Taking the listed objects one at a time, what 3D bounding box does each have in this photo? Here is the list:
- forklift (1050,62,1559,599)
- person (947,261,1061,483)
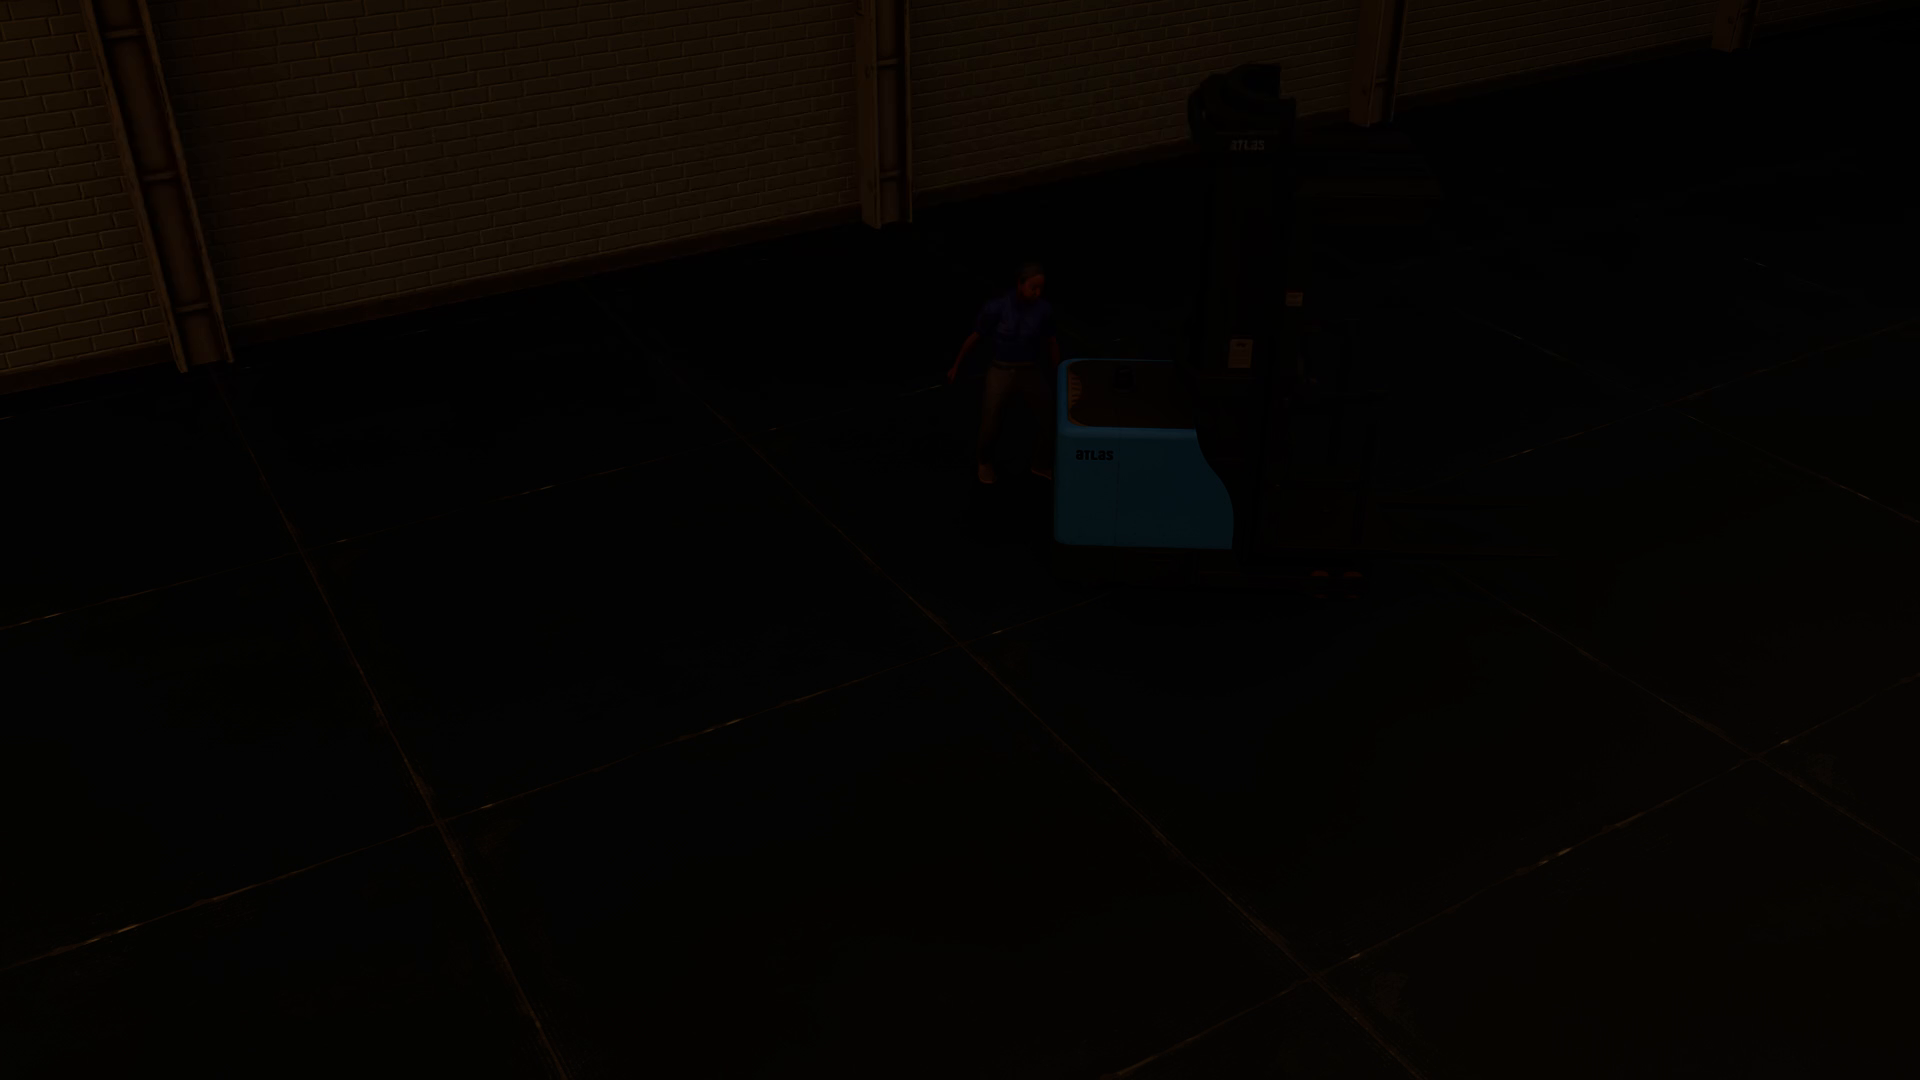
[{"bbox_3d":[2.080,-1.185,9.626,3.031,2.935,1.130,1,31,2],"label":"forklift"},{"bbox_3d":[0.328,-1.084,10.789,0.818,1.599,0.472,-4,31,-6],"label":"person"}]
